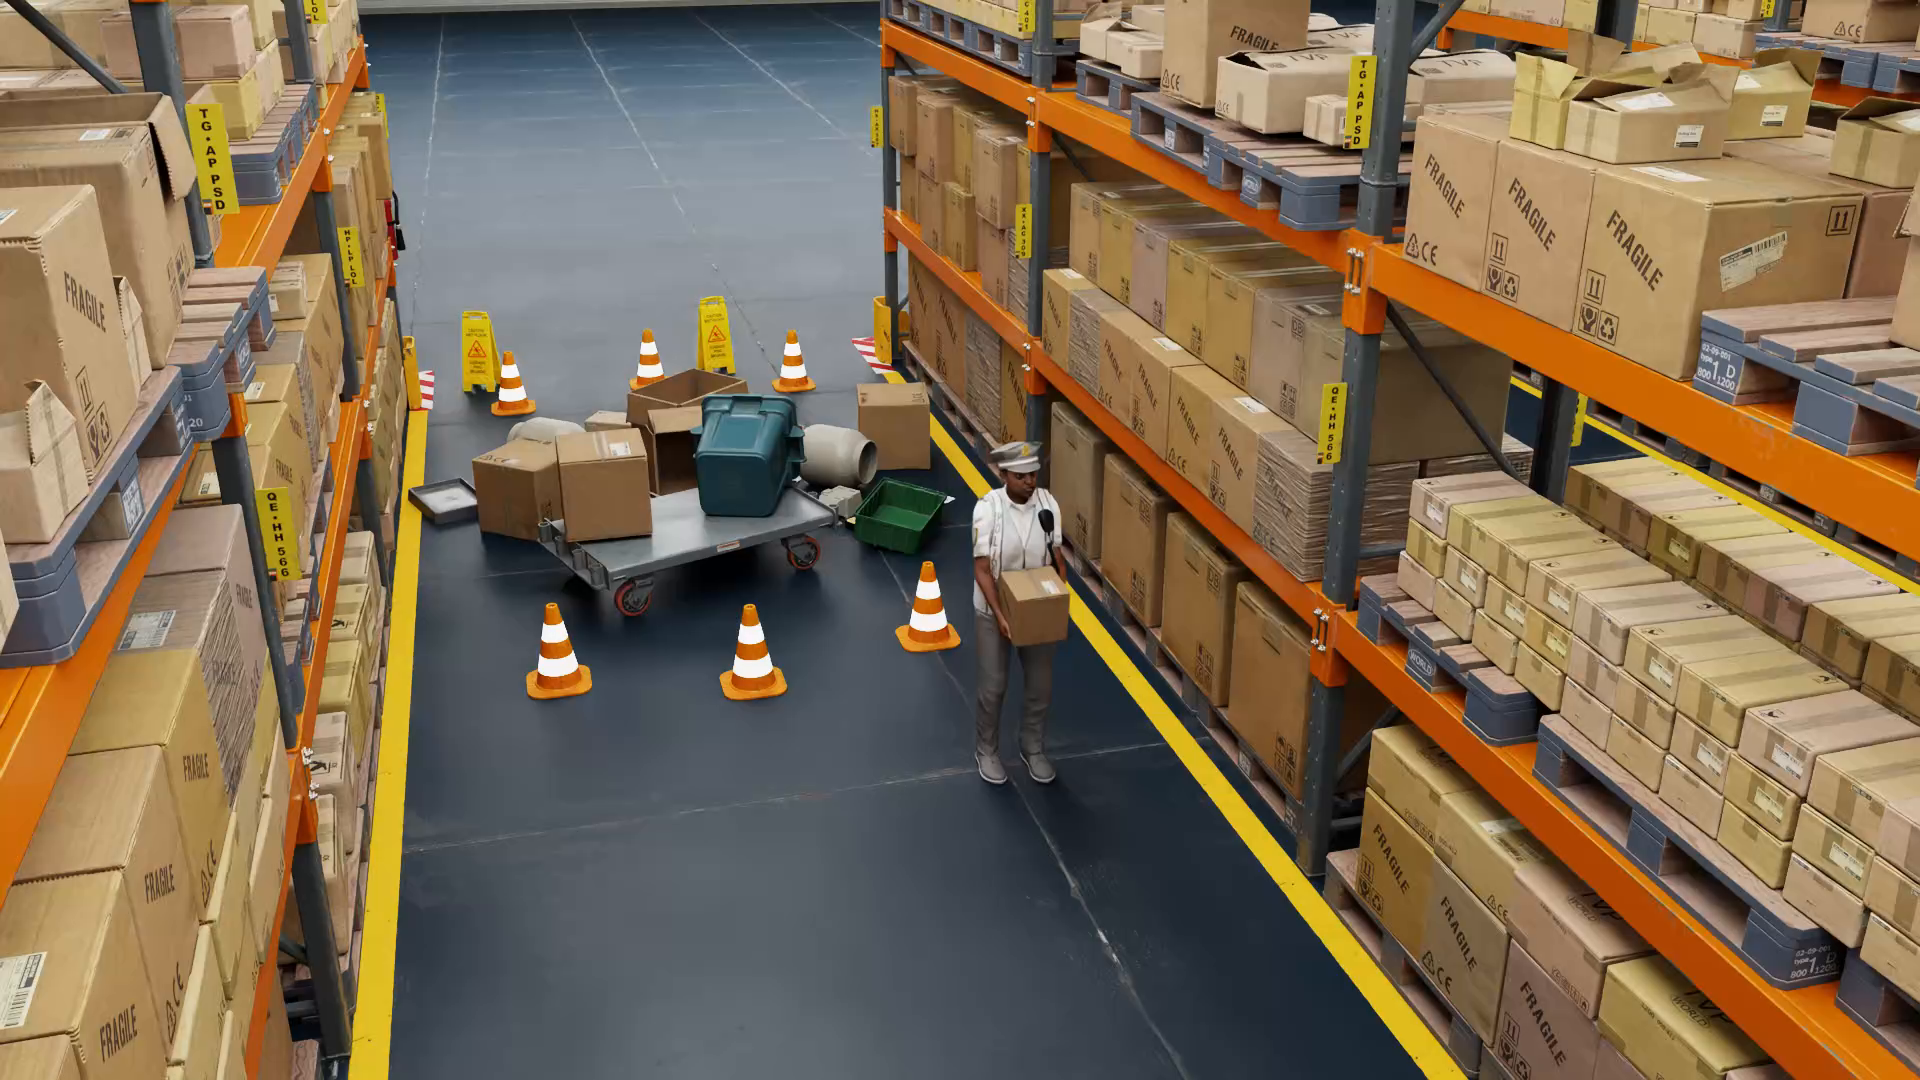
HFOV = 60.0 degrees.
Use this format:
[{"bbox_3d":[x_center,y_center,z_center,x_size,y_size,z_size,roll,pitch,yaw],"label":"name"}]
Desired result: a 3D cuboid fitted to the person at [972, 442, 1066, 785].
[{"bbox_3d":[0.283,0.354,7.740,0.441,1.692,0.513,-7,24,-15],"label":"person"}]
